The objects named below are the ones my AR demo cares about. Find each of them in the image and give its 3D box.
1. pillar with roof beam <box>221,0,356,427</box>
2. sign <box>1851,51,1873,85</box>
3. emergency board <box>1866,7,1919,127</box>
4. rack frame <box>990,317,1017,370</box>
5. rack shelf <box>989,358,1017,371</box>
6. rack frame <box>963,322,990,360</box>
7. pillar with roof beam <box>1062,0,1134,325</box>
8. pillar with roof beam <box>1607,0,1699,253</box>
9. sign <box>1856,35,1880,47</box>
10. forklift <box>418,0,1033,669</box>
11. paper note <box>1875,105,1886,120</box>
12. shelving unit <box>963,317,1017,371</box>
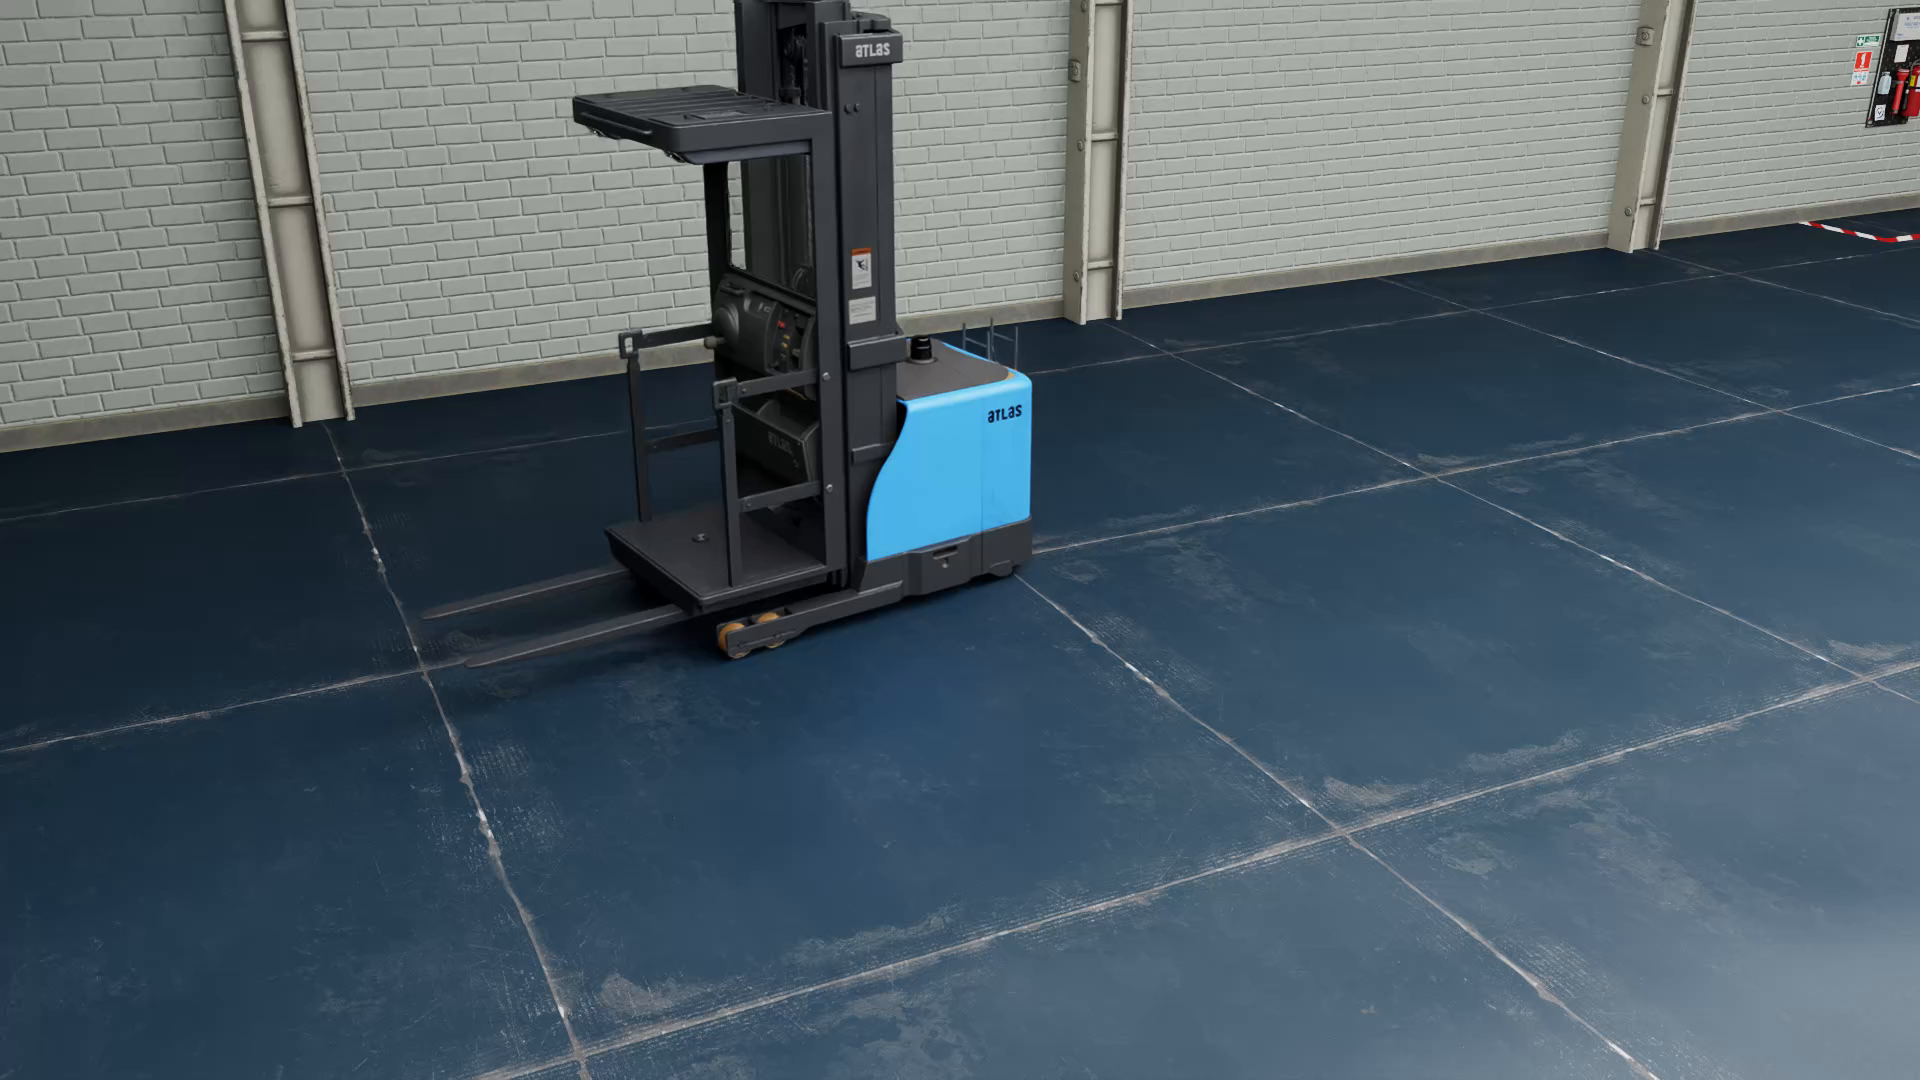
[{"bbox_3d":[-2.455,-3.508,5.959,0.400,9.000,9.100,-10,25,-24],"label":"pillar with roof beam"},{"bbox_3d":[9.111,-4.769,16.802,0.234,0.329,0.001,-10,25,-24],"label":"sign"},{"bbox_3d":[9.654,-4.809,16.945,0.643,1.169,0.194,-10,25,-24],"label":"emergency board"},{"bbox_3d":[0.235,-0.620,9.179,0.006,1.200,0.240,-15,27,-32],"label":"rack frame"},{"bbox_3d":[0.160,-0.891,9.010,0.180,0.103,0.258,-15,27,-32],"label":"rack shelf"},{"bbox_3d":[0.085,-0.580,9.082,0.006,1.200,0.240,-15,27,-32],"label":"rack frame"},{"bbox_3d":[2.951,-4.503,8.363,0.400,9.000,9.100,-10,25,-24],"label":"pillar with roof beam"},{"bbox_3d":[8.358,-5.498,10.767,0.400,9.000,9.100,-10,25,-24],"label":"pillar with roof beam"},{"bbox_3d":[9.119,-5.011,16.695,0.331,0.109,0.001,-10,25,-24],"label":"sign"},{"bbox_3d":[-1.118,-1.023,7.888,3.031,2.935,1.130,-15,27,-32],"label":"forklift"},{"bbox_3d":[9.464,-4.396,17.100,0.142,0.148,0.016,-10,25,-24],"label":"paper note"},{"bbox_3d":[0.160,-0.600,9.130,0.189,1.200,0.258,-15,27,-32],"label":"shelving unit"}]
